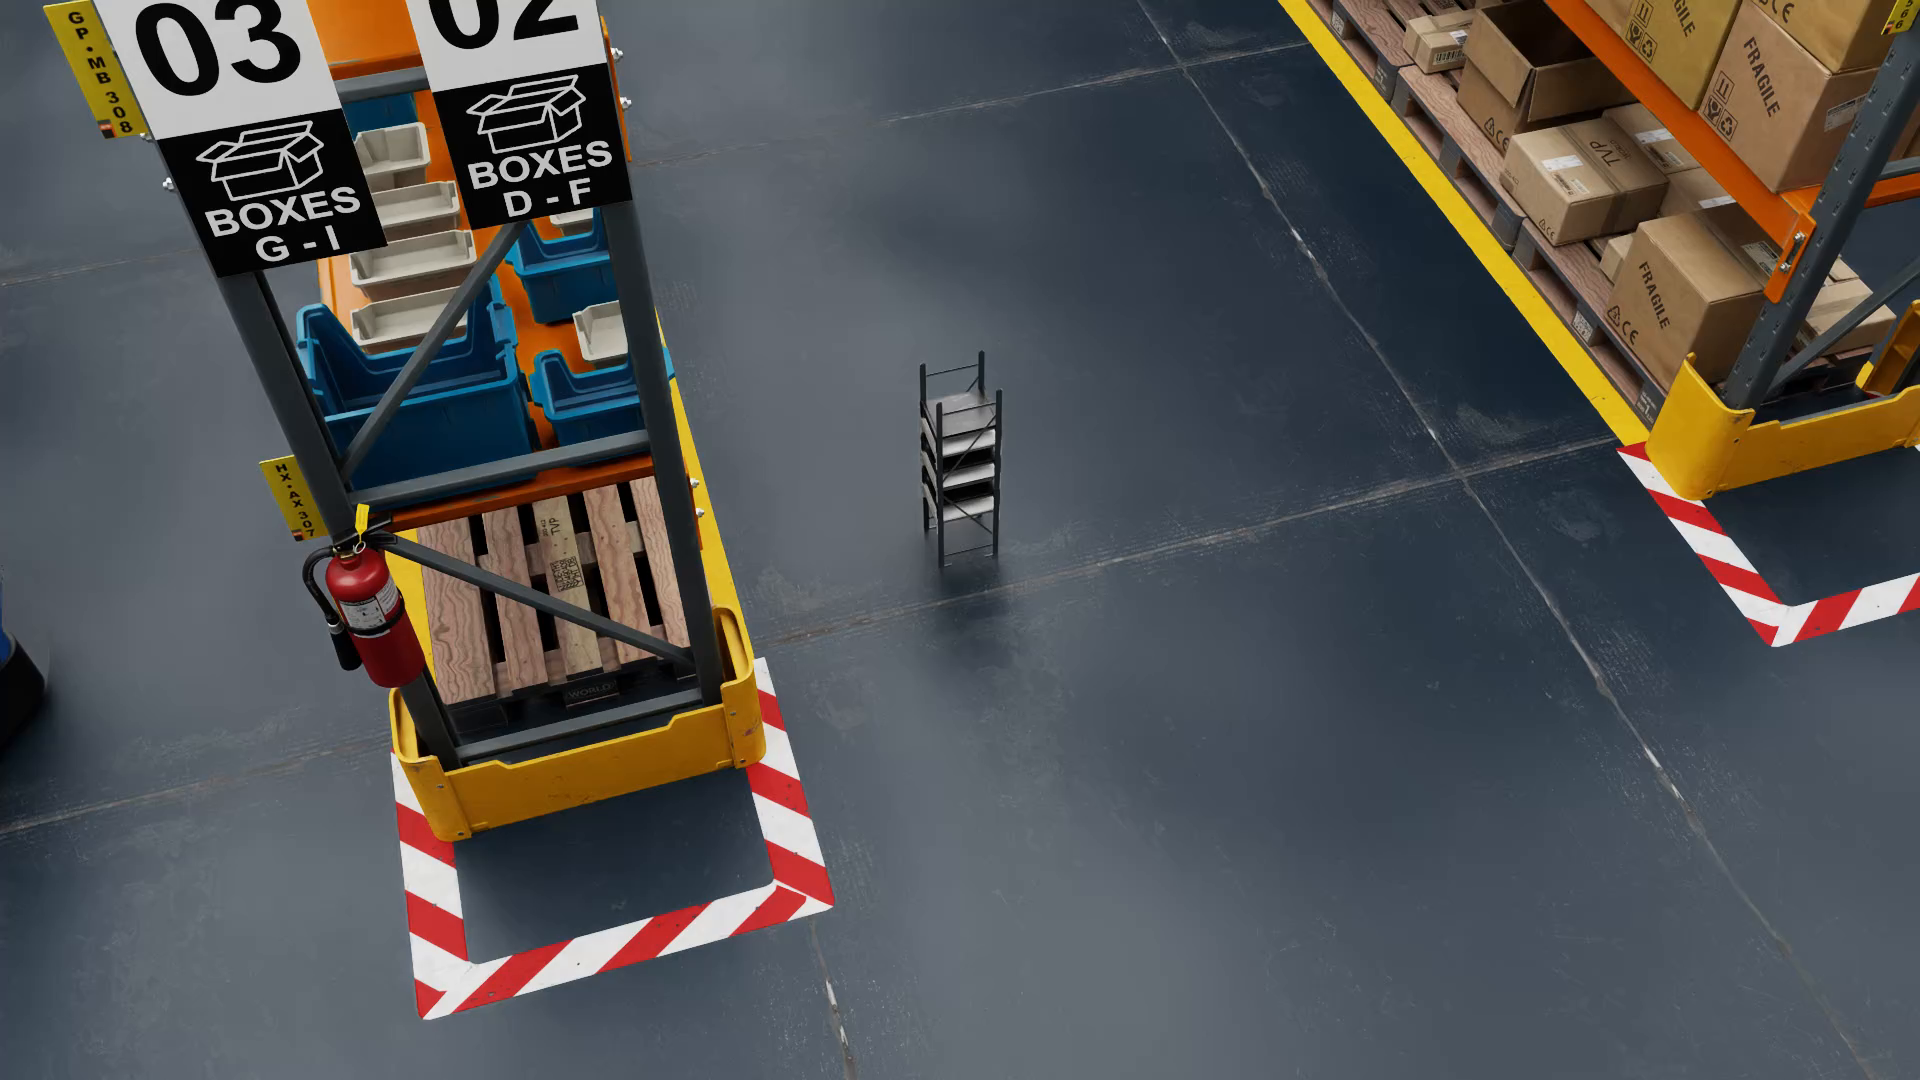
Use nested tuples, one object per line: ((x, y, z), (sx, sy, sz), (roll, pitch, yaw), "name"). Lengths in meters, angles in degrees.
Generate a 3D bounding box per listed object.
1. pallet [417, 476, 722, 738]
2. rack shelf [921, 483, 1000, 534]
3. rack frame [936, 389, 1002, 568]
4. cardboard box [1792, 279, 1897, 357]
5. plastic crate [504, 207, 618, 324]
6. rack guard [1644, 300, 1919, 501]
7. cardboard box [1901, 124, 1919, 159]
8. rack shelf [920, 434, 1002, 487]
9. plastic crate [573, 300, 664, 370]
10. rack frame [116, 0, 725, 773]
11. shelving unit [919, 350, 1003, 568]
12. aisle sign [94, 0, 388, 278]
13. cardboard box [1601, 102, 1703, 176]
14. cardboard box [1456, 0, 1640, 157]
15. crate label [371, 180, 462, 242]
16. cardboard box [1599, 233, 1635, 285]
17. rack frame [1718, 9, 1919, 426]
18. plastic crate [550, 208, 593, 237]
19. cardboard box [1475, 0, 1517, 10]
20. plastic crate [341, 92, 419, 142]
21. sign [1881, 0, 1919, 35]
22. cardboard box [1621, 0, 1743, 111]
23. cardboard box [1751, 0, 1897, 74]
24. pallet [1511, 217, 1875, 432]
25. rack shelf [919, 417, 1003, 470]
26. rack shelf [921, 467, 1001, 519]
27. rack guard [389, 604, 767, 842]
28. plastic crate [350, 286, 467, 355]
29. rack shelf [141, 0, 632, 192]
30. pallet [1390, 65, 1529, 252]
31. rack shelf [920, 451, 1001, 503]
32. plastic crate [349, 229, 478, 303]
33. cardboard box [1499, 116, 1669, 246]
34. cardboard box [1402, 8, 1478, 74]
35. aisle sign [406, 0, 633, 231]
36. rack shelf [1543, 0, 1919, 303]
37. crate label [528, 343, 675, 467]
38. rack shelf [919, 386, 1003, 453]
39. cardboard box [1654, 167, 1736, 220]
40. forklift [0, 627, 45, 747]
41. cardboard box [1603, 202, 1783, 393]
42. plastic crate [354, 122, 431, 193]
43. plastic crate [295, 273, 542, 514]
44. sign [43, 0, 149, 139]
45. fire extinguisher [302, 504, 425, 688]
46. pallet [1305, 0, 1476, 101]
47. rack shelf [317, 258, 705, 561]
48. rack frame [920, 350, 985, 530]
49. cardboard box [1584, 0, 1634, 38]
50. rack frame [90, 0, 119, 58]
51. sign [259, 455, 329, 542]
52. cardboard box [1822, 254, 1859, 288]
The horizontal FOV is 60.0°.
((-1.507, 0.092, 6.324), (1.003, 0.211, 1.213), (-13, 51, -11), "pallet")
((0.002, -0.147, 6.354), (0.258, 0.077, 0.200), (-13, 51, -11), "rack shelf")
((0.032, -0.210, 6.128), (0.240, 0.900, 0.006), (-13, 51, -11), "rack frame")
((3.637, -0.919, 6.930), (0.380, 0.149, 0.250), (-13, 51, -11), "cardboard box")
((-1.253, -0.897, 5.404), (0.416, 0.233, 0.300), (-13, 51, -11), "plastic crate")
((3.410, -0.563, 6.687), (1.175, 0.500, 0.348), (-13, 51, -11), "rack guard")
((3.553, -1.729, 5.970), (0.500, 0.500, 0.500), (-12, 51, -10), "cardboard box")
((0.002, -0.321, 6.147), (0.258, 0.077, 0.200), (-13, 51, -11), "rack shelf")
((-1.074, -0.638, 5.249), (0.250, 0.136, 0.298), (-13, 51, -11), "plastic crate")
((-1.300, -0.196, 4.743), (1.000, 3.000, 0.127), (-13, 51, -11), "rack frame")
((0.002, -0.284, 6.191), (0.258, 0.900, 0.210), (-13, 51, -11), "shelving unit")
((-1.559, -0.915, 3.649), (0.394, 0.787, 0.004), (-13, 51, -11), "aisle sign")
((3.247, -1.760, 7.572), (0.500, 0.250, 0.500), (-13, 51, -11), "cardboard box")
((2.810, -2.201, 7.778), (0.797, 0.503, 0.637), (-13, 51, -11), "cardboard box")
((-1.892, -1.098, 5.636), (0.396, 0.136, 0.243), (-13, 51, -11), "crate label")
((3.003, -1.199, 7.154), (0.380, 0.166, 0.250), (-13, 51, -11), "cardboard box")
((3.433, -1.313, 5.685), (1.000, 3.000, 0.127), (-13, 51, -11), "rack frame")
((-1.275, -1.133, 5.666), (0.250, 0.136, 0.298), (-13, 51, -11), "plastic crate")
((2.911, -2.610, 8.249), (0.500, 0.311, 0.500), (-13, 51, -11), "cardboard box")
((-2.152, -1.603, 6.000), (0.416, 0.233, 0.300), (-13, 51, -11), "plastic crate")
((2.897, -1.677, 5.028), (0.100, 0.325, 0.005), (-13, 51, -11), "sign")
((2.884, -1.989, 6.189), (0.500, 0.500, 0.500), (-13, 51, -11), "cardboard box")
((3.038, -1.930, 5.486), (0.500, 0.500, 0.500), (-14, 51, -11), "cardboard box")
((3.174, -1.052, 7.288), (1.003, 0.211, 1.213), (-13, 51, -11), "pallet")
((0.002, -0.379, 6.078), (0.258, 0.077, 0.200), (-13, 51, -11), "rack shelf")
((0.002, -0.205, 6.285), (0.258, 0.077, 0.200), (-13, 51, -11), "rack shelf")
((-1.281, 0.625, 5.686), (1.175, 0.500, 0.348), (-13, 51, -11), "rack guard")
((-1.714, -0.685, 5.288), (0.396, 0.136, 0.243), (-13, 51, -11), "plastic crate")
((-1.892, -2.391, 5.102), (1.077, 0.370, 4.000), (-13, 51, -11), "rack shelf")
((2.816, -1.941, 8.038), (1.003, 0.211, 1.213), (-13, 51, -11), "pallet")
((0.002, -0.263, 6.216), (0.258, 0.077, 0.200), (-13, 51, -11), "rack shelf")
((-1.786, -0.900, 5.469), (0.396, 0.136, 0.243), (-13, 51, -11), "plastic crate")
((2.784, -1.611, 7.446), (0.500, 0.250, 0.500), (-13, 51, -11), "cardboard box")
((2.433, -2.478, 8.232), (0.380, 0.166, 0.250), (-13, 51, -11), "cardboard box")
((-0.995, -1.048, 3.761), (0.394, 0.787, 0.004), (-13, 51, -11), "aisle sign")
((2.841, -2.542, 7.191), (1.077, 0.370, 4.000), (-13, 51, -11), "rack shelf")
((-1.059, -0.416, 4.999), (0.416, 0.233, 0.303), (-13, 51, -11), "crate label")
((0.002, -0.437, 6.010), (0.258, 0.077, 0.200), (-13, 51, -11), "rack shelf")
((3.395, -1.395, 7.264), (0.500, 0.250, 0.500), (-13, 51, -11), "cardboard box")
((-4.874, -0.360, 4.926), (3.031, 2.935, 1.130), (13, 51, 11), "forklift")
((3.037, -0.991, 6.760), (0.500, 0.500, 0.500), (-13, 51, -11), "cardboard box")
((-1.997, -1.310, 5.815), (0.298, 0.136, 0.250), (-13, 51, -11), "plastic crate")
((-1.578, -0.429, 4.877), (0.616, 0.435, 0.499), (-13, 51, -11), "plastic crate")
((-1.821, -0.993, 3.521), (0.100, 0.325, 0.005), (-13, 51, -11), "sign")
((-1.690, 0.162, 4.735), (0.296, 0.674, 0.183), (-13, 51, -11), "fire extinguisher")
((2.452, -2.834, 8.791), (1.003, 0.211, 1.213), (-13, 51, -11), "pallet")
((-1.892, -1.425, 6.249), (1.077, 0.370, 4.000), (-13, 51, -11), "rack shelf")
((-0.028, -0.358, 6.253), (0.240, 0.900, 0.006), (-13, 51, -11), "rack frame")
((2.741, -2.355, 6.497), (0.500, 0.500, 0.500), (-13, 51, -11), "cardboard box")
((-1.300, -2.129, 2.449), (1.000, 3.000, 0.127), (-13, 51, -11), "rack frame")
((-1.821, -0.112, 4.566), (0.100, 0.325, 0.005), (-13, 51, -11), "sign")
((3.563, -1.108, 7.077), (0.380, 0.166, 0.250), (-13, 51, -11), "cardboard box")
